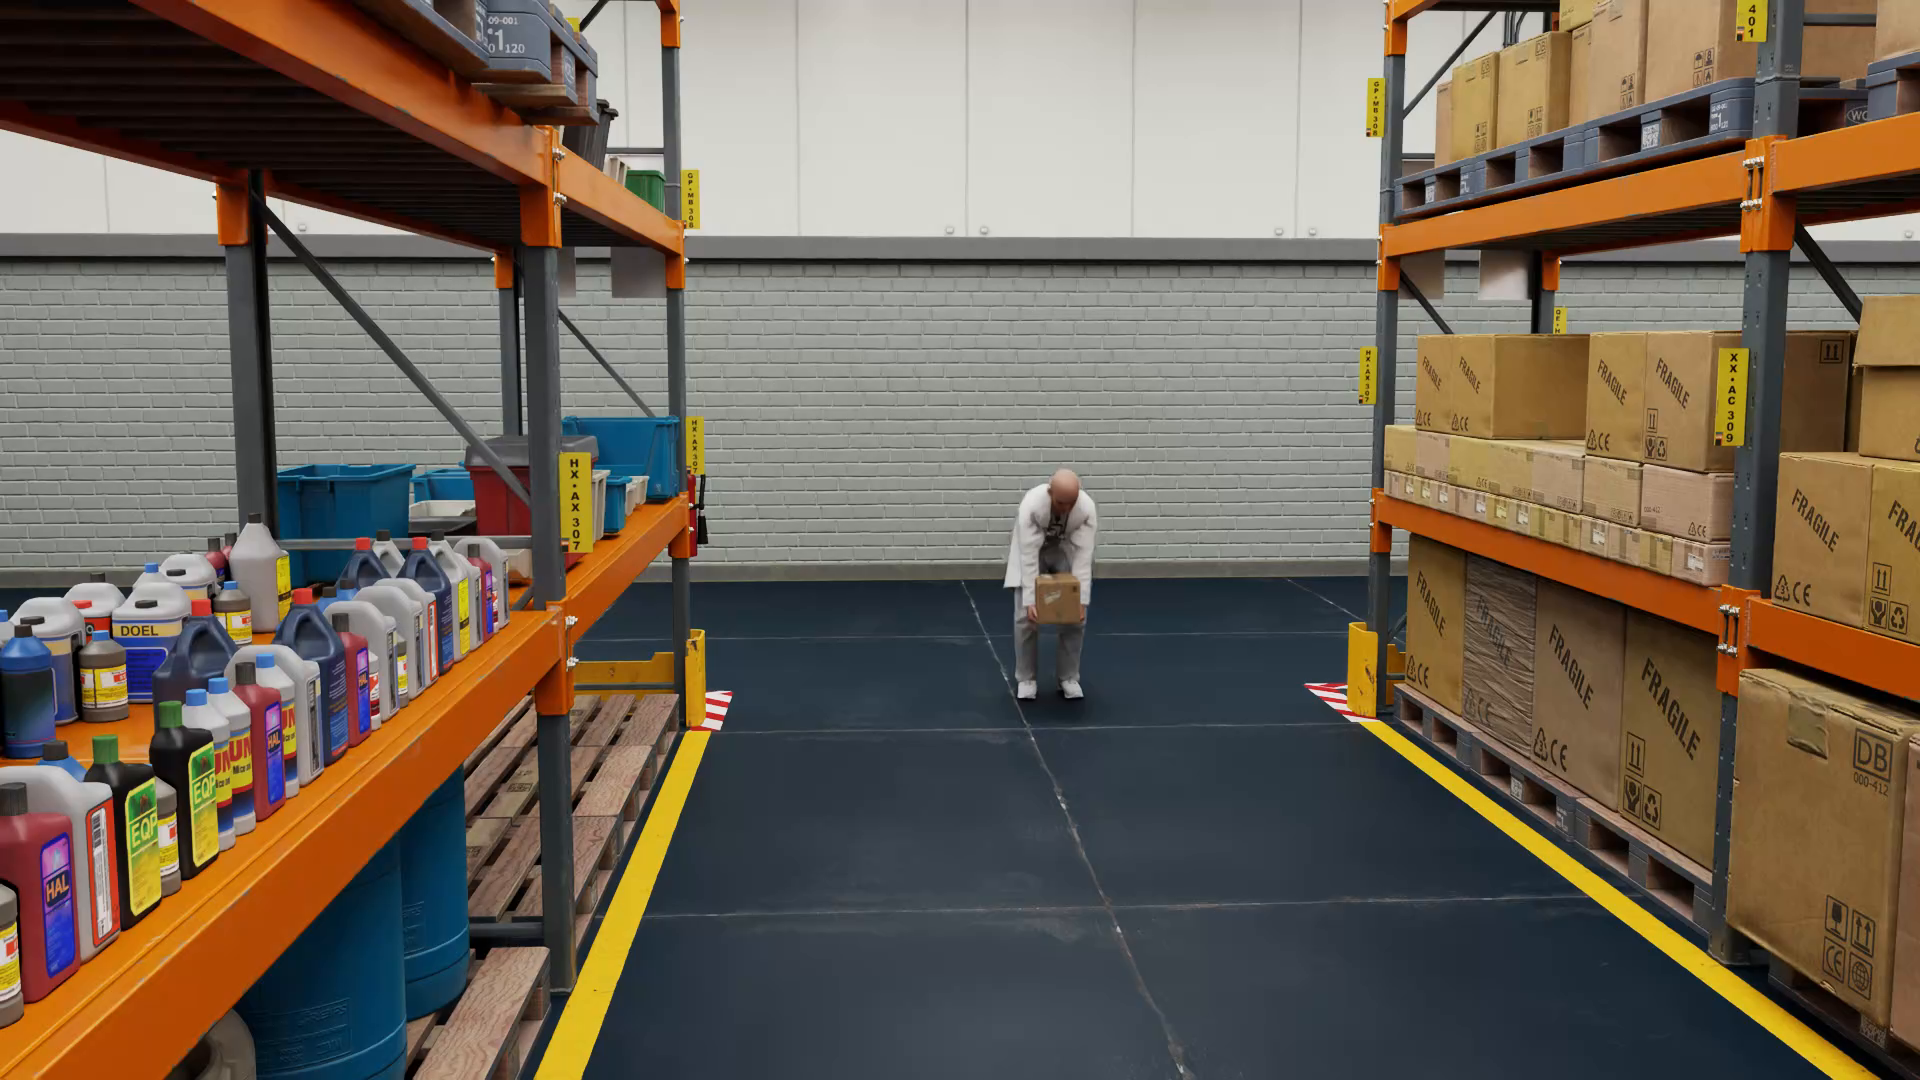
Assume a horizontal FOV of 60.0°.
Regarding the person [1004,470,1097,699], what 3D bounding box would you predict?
[{"bbox_3d":[0.545,0.271,9.987,0.526,1.435,0.860,-1,7,-5],"label":"person"}]
